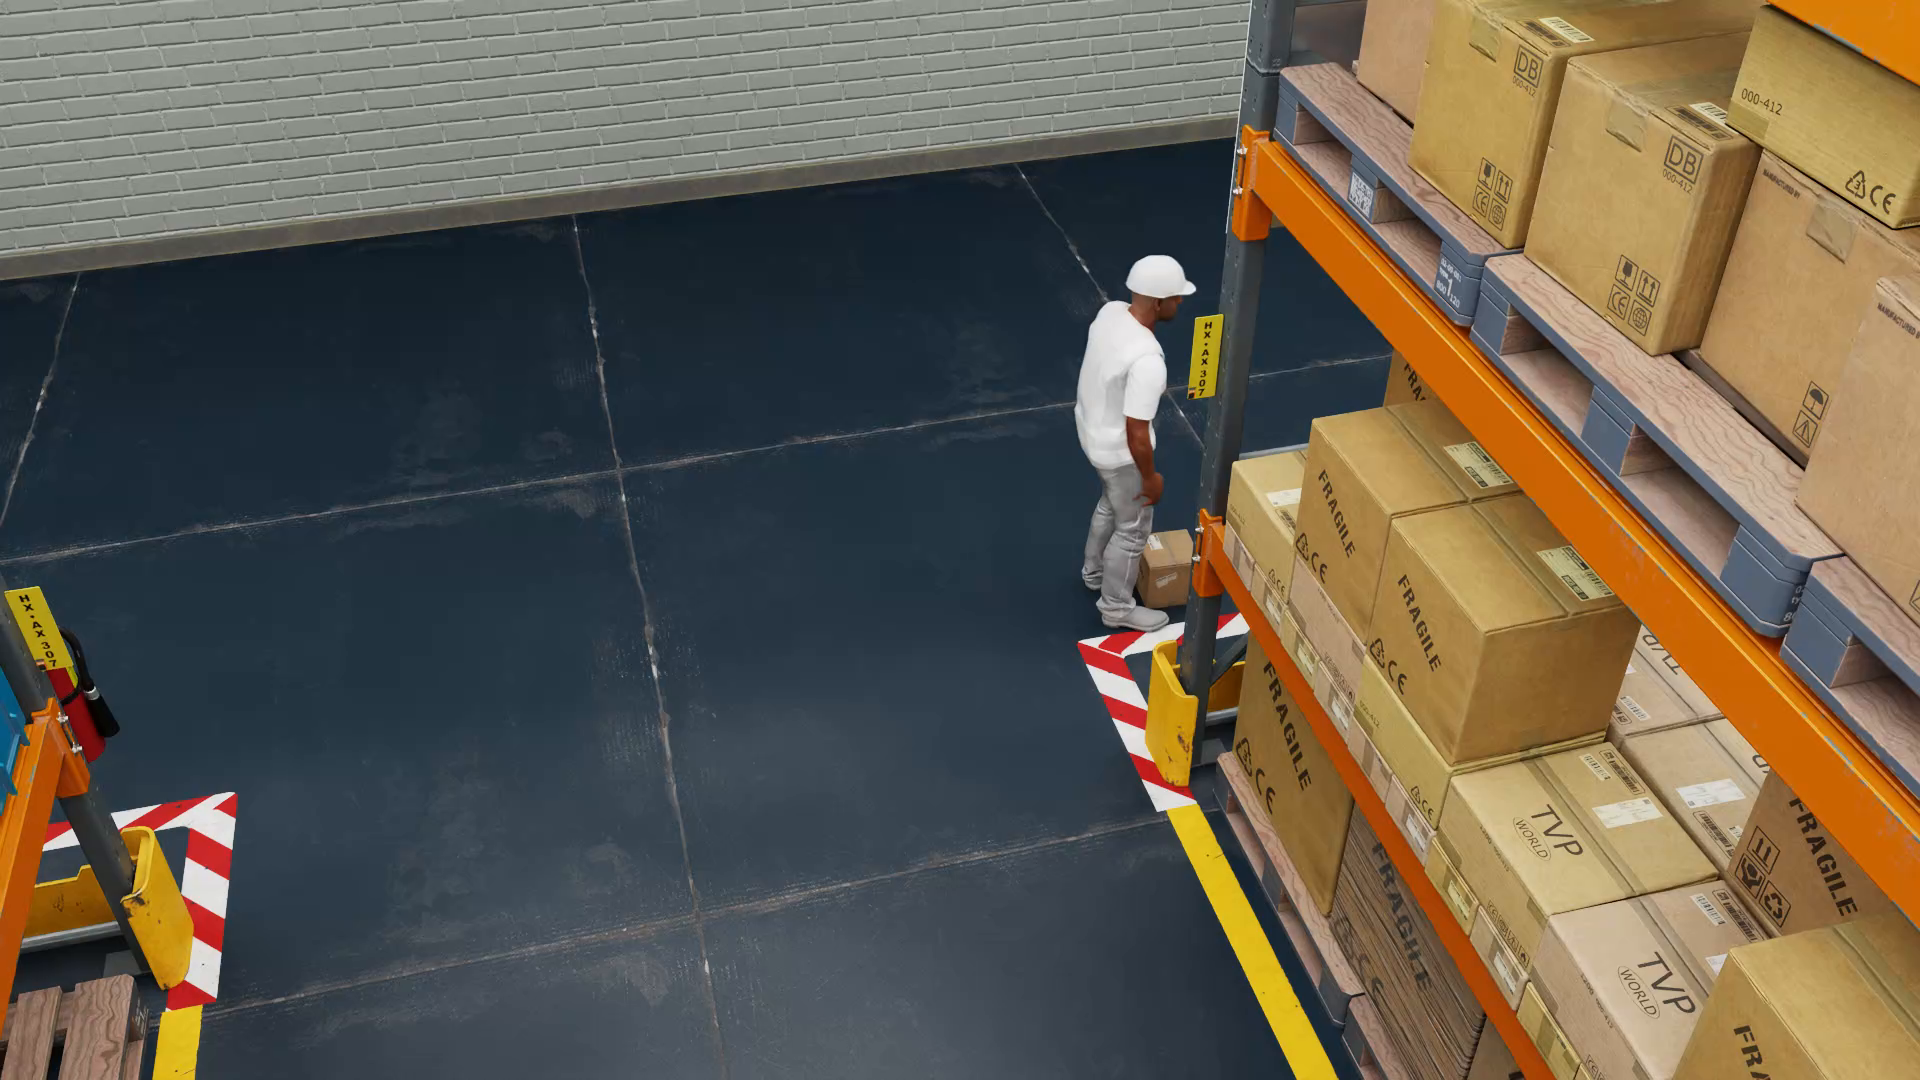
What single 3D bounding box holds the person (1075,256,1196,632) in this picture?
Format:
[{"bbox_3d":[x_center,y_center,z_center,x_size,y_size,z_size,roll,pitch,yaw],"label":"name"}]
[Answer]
[{"bbox_3d":[0.745,-0.431,7.252,0.463,1.760,0.634,-6,38,-8],"label":"person"}]
